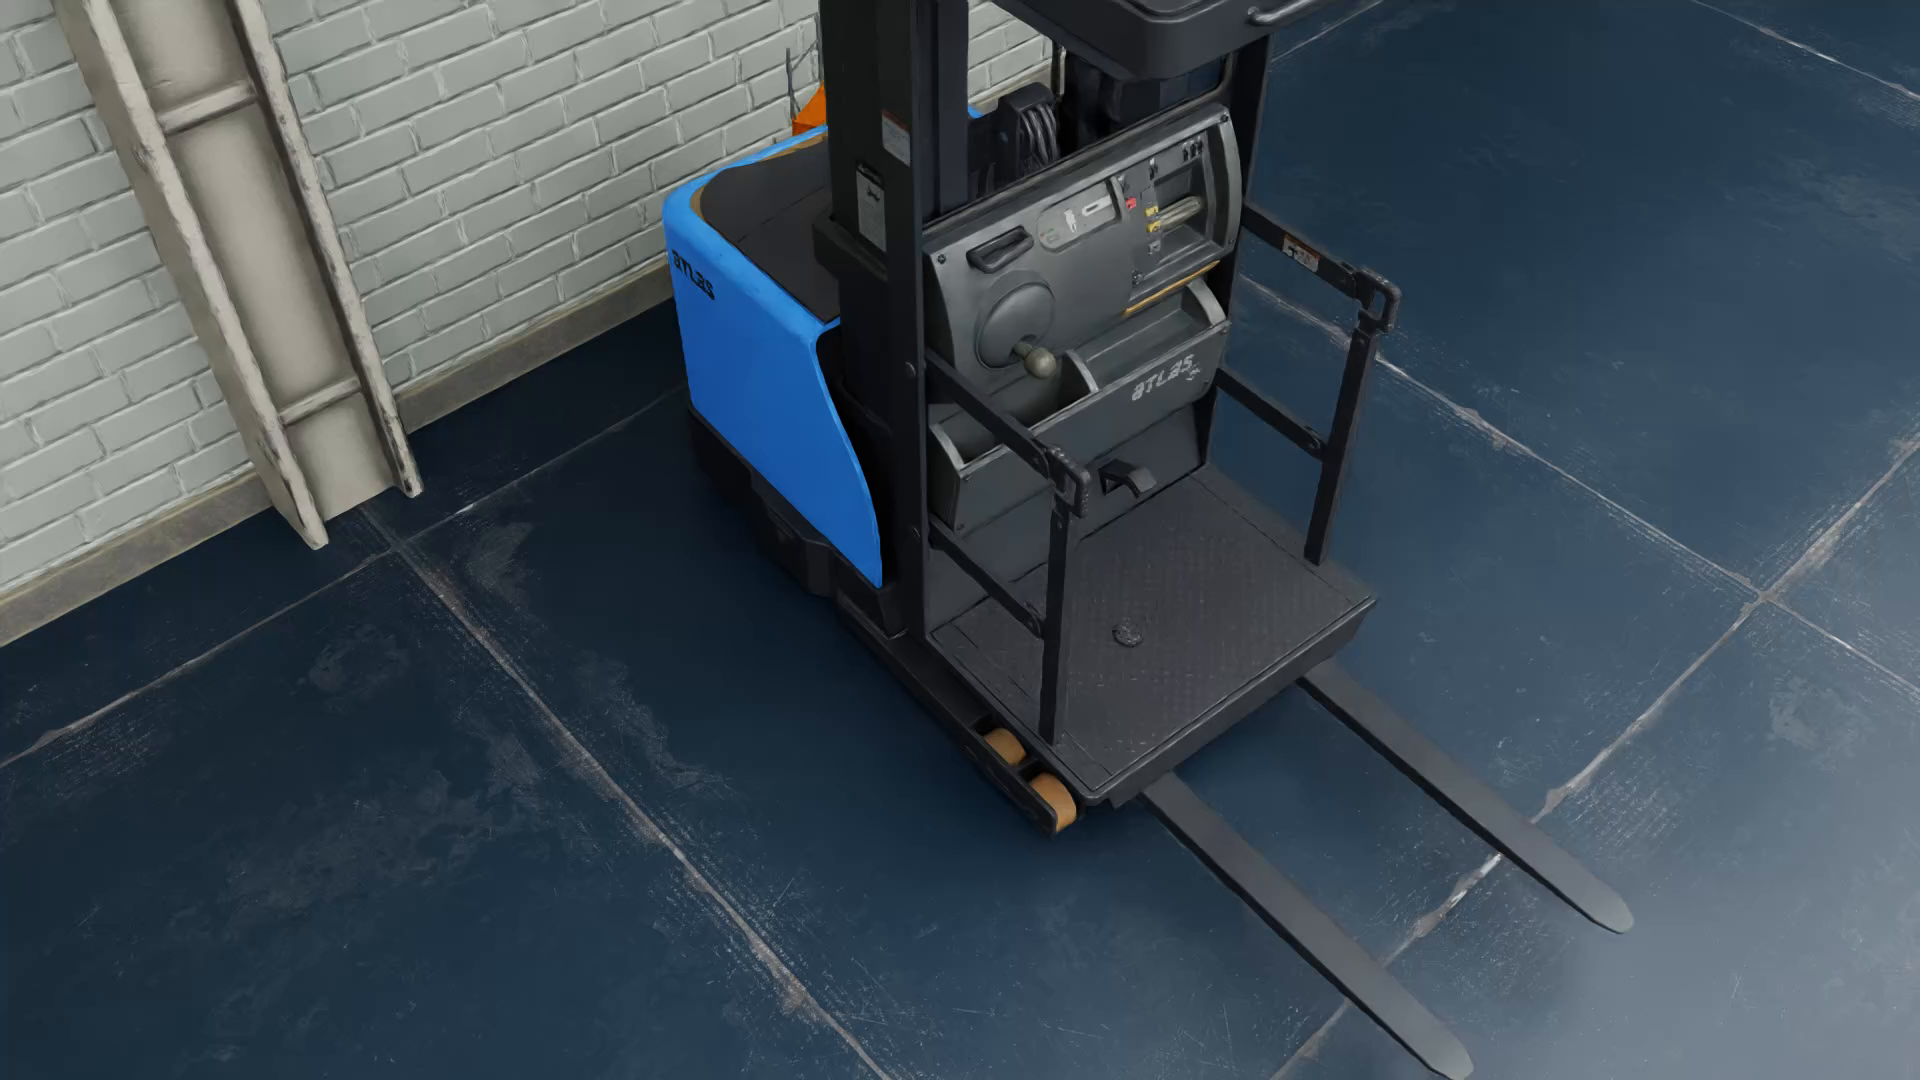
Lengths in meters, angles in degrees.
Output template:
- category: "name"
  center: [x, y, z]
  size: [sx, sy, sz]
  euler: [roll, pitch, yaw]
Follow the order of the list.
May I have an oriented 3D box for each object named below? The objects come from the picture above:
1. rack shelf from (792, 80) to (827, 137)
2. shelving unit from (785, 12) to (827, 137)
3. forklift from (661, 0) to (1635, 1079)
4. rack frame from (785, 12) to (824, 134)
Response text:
- category: "rack shelf"
  center: [-0.392, -1.325, 5.226]
  size: [0.180, 0.103, 0.258]
  euler: [15, 49, 14]
- category: "shelving unit"
  center: [-0.392, -1.111, 5.458]
  size: [0.189, 1.200, 0.258]
  euler: [15, 49, 14]
- category: "forklift"
  center: [0.452, -0.620, 3.828]
  size: [1.130, 2.935, 3.031]
  euler: [-31, 54, -25]
- category: "rack frame"
  center: [-0.478, -1.134, 5.480]
  size: [0.006, 1.200, 0.240]
  euler: [15, 49, 14]
